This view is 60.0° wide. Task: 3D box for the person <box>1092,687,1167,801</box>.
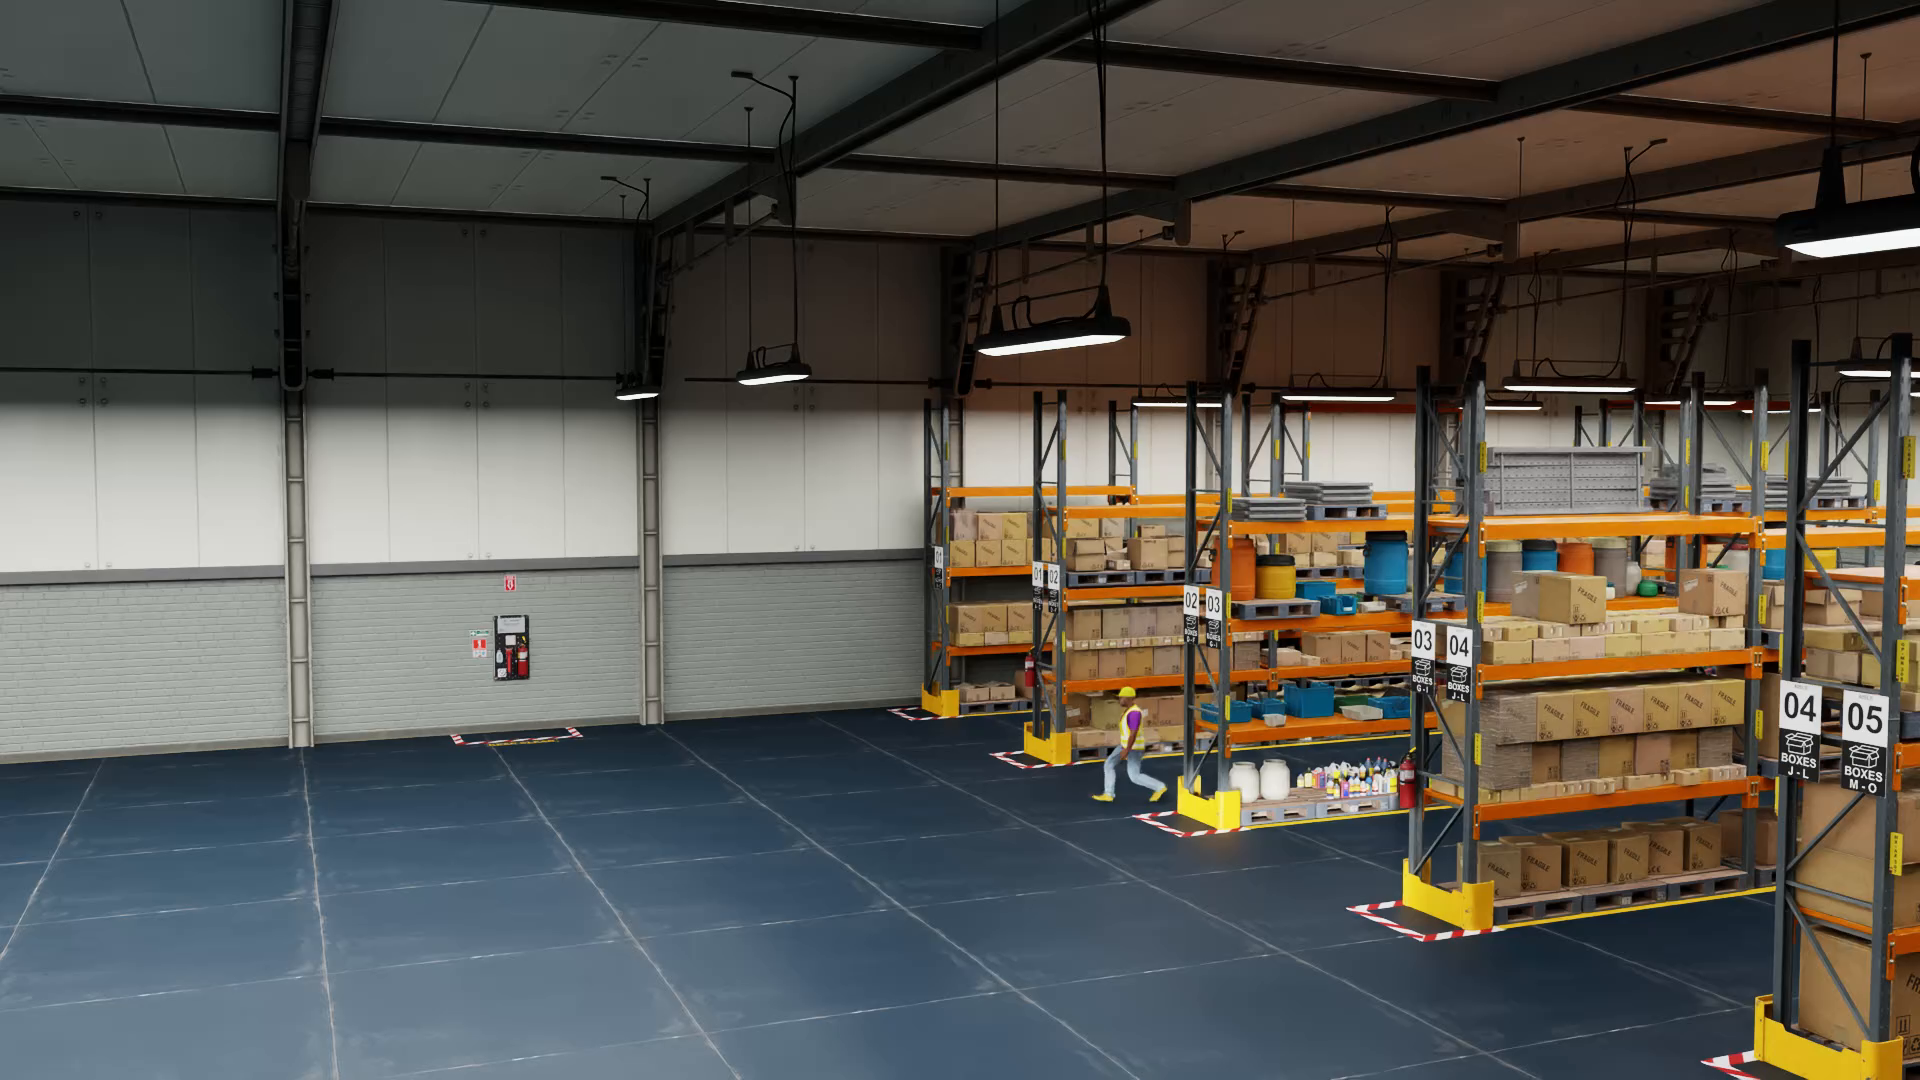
[{"bbox_3d":[2.429,2.935,23.877,1.067,1.644,0.563,-1,3,-10],"label":"person"}]
